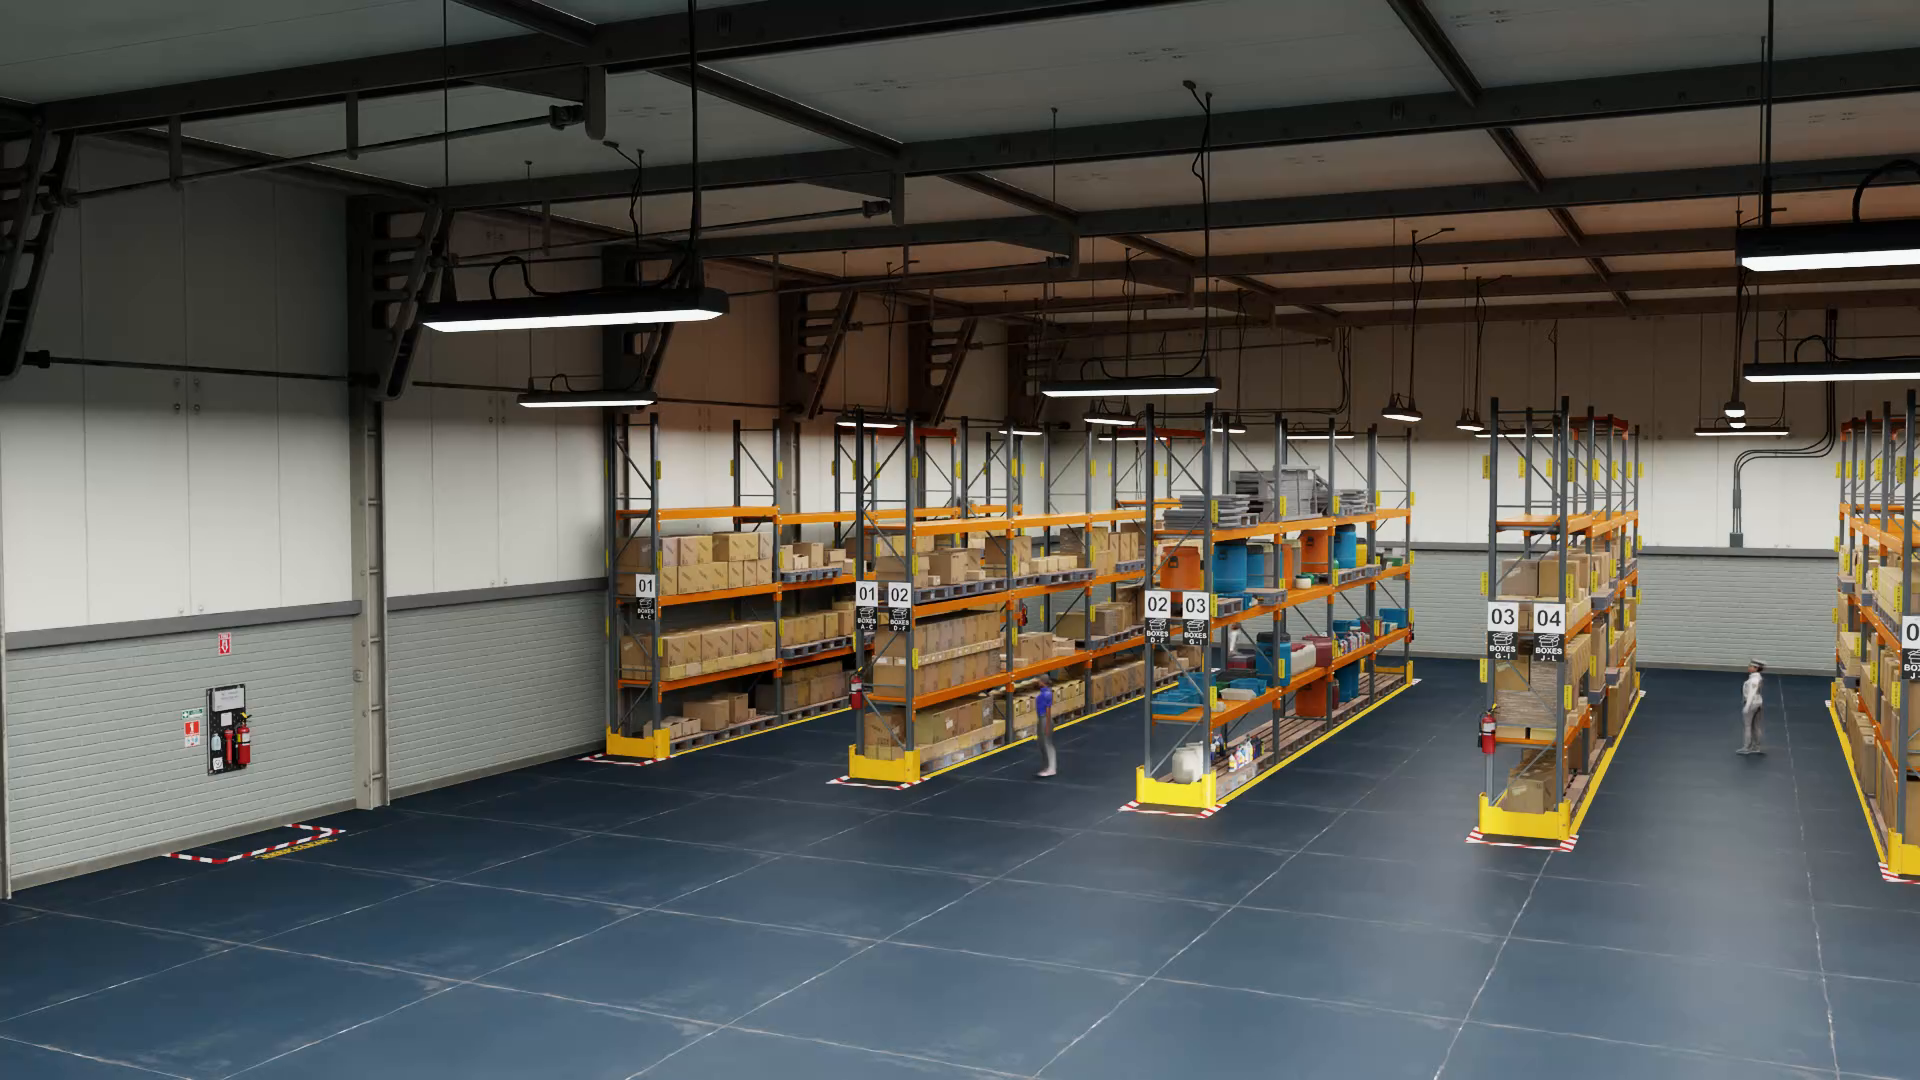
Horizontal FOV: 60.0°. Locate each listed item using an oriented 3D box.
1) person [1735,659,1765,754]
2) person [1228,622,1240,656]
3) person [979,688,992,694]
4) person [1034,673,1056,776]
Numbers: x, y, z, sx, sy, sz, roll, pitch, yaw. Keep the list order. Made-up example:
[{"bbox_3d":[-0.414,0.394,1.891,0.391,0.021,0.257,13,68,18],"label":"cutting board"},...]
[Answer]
[{"bbox_3d":[13.944,2.933,29.315,0.533,1.688,0.399,-2,3,-43],"label":"person"},{"bbox_3d":[6.190,2.633,37.944,0.452,1.581,0.440,-1,2,-16],"label":"person"},{"bbox_3d":[0.444,2.600,36.419,0.400,1.739,0.589,1,3,19],"label":"person"},{"bbox_3d":[1.399,3.034,27.250,0.342,1.697,0.550,0,2,-11],"label":"person"}]
